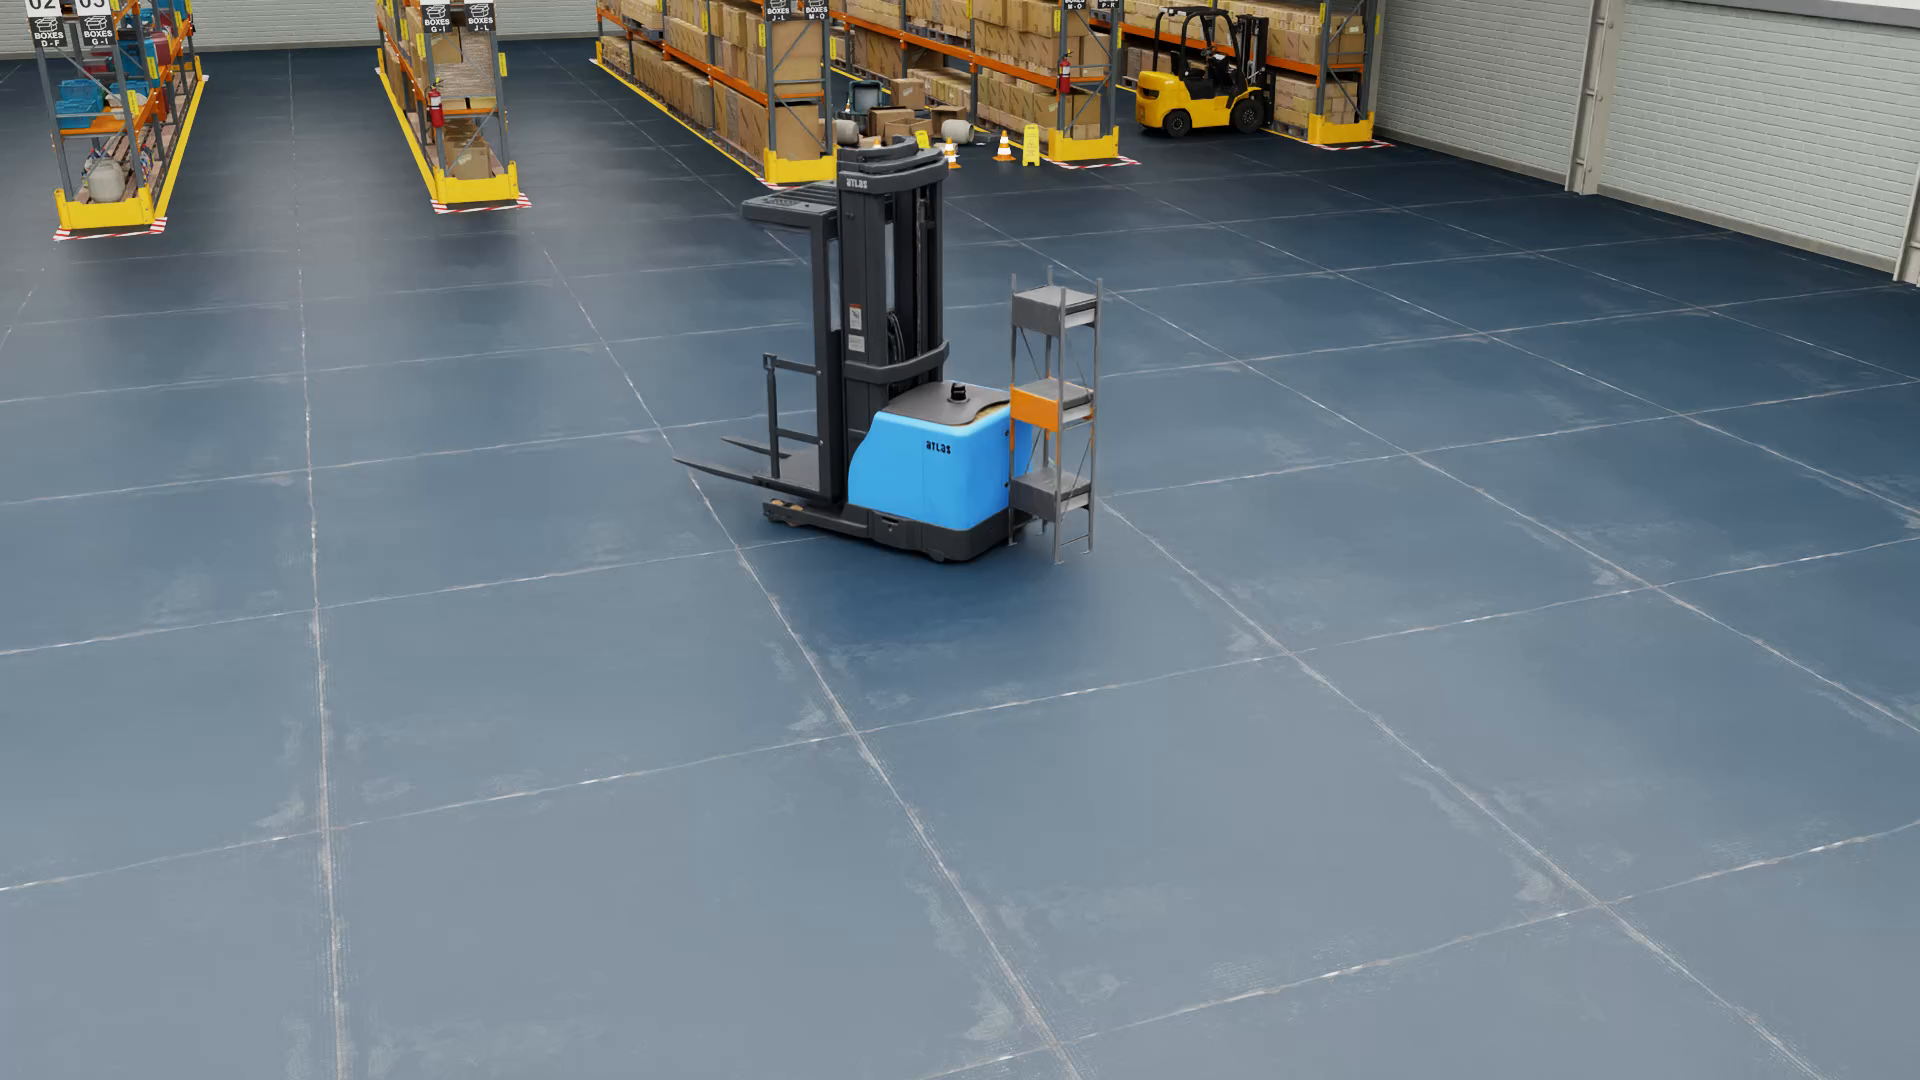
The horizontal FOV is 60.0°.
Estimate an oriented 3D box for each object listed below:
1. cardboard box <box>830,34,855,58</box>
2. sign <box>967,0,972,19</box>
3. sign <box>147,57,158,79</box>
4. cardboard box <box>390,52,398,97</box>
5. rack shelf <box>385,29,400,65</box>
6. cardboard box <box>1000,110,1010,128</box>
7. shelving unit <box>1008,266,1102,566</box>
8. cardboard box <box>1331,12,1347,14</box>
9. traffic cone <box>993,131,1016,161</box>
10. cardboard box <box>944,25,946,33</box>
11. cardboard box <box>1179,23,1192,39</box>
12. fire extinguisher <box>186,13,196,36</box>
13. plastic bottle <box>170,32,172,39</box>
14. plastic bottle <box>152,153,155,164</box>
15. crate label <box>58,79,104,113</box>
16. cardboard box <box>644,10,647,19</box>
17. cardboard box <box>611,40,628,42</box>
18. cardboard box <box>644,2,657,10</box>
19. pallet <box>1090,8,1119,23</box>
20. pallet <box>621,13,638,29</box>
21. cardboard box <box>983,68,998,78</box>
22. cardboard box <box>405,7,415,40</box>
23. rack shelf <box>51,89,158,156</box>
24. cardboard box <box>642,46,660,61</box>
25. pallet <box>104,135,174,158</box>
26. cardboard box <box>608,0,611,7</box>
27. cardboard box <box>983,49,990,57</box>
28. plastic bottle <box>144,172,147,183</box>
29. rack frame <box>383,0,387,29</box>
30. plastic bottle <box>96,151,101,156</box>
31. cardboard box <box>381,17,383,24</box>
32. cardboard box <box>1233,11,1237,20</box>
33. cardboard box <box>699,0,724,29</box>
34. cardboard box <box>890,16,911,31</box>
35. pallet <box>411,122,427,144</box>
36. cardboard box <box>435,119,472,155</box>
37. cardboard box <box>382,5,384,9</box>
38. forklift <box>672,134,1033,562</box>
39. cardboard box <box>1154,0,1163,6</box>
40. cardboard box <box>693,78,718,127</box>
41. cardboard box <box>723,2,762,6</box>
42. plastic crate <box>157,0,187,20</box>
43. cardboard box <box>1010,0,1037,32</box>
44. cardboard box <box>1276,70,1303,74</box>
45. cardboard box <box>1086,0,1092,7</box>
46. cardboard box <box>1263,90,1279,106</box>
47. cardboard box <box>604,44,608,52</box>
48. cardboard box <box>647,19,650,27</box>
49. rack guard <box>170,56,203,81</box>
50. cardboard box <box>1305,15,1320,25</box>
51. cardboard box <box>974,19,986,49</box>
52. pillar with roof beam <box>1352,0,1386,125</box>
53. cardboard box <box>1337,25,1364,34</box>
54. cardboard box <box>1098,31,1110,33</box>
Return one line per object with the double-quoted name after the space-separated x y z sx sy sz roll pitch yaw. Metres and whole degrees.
-2.573 -11.747 39.517 0.875 0.438 0.875 -9 25 -21 "cardboard box"
0.173 -9.715 30.448 0.100 0.325 0.005 -8 24 -19 "sign"
-12.695 -7.419 26.134 0.100 0.325 0.005 -8 24 -19 "sign"
-10.525 -9.146 32.782 1.225 0.875 0.875 -8 24 -19 "cardboard box"
-10.699 -9.748 32.942 1.077 0.370 4.000 -8 24 -19 "rack shelf"
1.036 -7.549 29.799 0.500 0.250 0.500 -9 24 -20 "cardboard box"
0.683 -0.898 12.178 0.431 2.100 0.503 -20 30 -39 "shelving unit"
6.660 -9.315 29.642 0.380 0.149 0.250 -8 24 -18 "cardboard box"
0.745 -6.616 27.851 0.336 0.463 0.334 -8 24 -19 "traffic cone"
-0.096 -9.859 32.061 0.380 0.149 0.250 -8 24 -19 "cardboard box"
4.728 -10.202 33.285 0.500 0.250 0.500 -8 24 -19 "cardboard box"
-17.081 -11.490 36.728 0.296 0.674 0.183 -8 24 -19 "fire extinguisher"
-15.531 -9.898 32.628 0.097 0.201 0.097 0 23 0 "plastic bottle"
-12.794 -6.044 26.265 0.097 0.201 0.097 0 23 0 "plastic bottle"
-12.704 -6.414 24.061 0.502 0.435 0.616 -8 24 -19 "crate label"
-6.109 -10.521 33.249 0.380 0.149 0.250 -8 24 -18 "cardboard box"
-7.843 -11.447 38.411 0.380 0.149 0.250 -7 24 -17 "cardboard box"
-6.098 -10.651 33.174 0.380 0.149 0.250 -8 24 -17 "cardboard box"
3.615 -11.543 36.522 1.213 0.211 1.003 -8 24 -19 "pallet"
-6.596 -11.064 35.385 1.003 0.211 1.213 -8 24 -19 "pallet"
0.635 -8.525 30.313 0.380 0.149 0.250 -8 24 -18 "cardboard box"
-8.659 -8.345 26.888 0.500 0.500 0.500 -8 24 -19 "cardboard box"
-12.507 -6.162 24.433 1.077 0.370 4.000 -8 24 -19 "rack shelf"
-6.350 -10.154 34.690 0.500 0.250 0.500 -7 24 -17 "cardboard box"
-13.962 -6.659 28.277 1.003 0.211 1.213 -8 24 -19 "pallet"
-7.683 -12.331 37.632 0.500 0.500 0.500 -9 24 -20 "cardboard box"
0.640 -8.900 30.328 0.380 0.149 0.250 -8 24 -17 "cardboard box"
-12.186 -5.419 24.781 0.097 0.201 0.097 0 23 0 "plastic bottle"
-11.406 -10.806 34.527 1.000 3.000 0.127 -8 24 -19 "rack frame"
-13.371 -5.878 25.774 0.152 0.276 0.135 -7 24 -17 "plastic bottle"
-12.184 -11.130 35.619 0.380 0.149 0.250 -8 24 -18 "cardboard box"
5.411 -9.950 31.531 0.380 0.149 0.250 -8 24 -19 "cardboard box"
-4.269 -9.416 29.813 0.700 0.500 0.500 -9 24 -20 "cardboard box"
-1.143 -10.792 34.685 0.500 0.250 0.500 -9 25 -21 "cardboard box"
-9.291 -7.341 29.896 1.003 0.211 1.213 -8 24 -19 "pallet"
-8.267 -6.583 27.185 0.500 0.500 0.500 -1 23 -2 "cardboard box"
-11.819 -11.350 34.662 0.500 0.500 0.500 -8 24 -17 "cardboard box"
-0.945 -1.609 12.795 3.031 2.935 1.130 14 27 30 "forklift"
4.223 -11.116 34.298 0.380 0.149 0.250 -8 24 -18 "cardboard box"
-4.207 -7.913 30.019 1.050 0.750 0.750 -8 24 -19 "cardboard box"
-3.503 -8.787 28.153 0.875 0.550 0.550 -8 24 -19 "cardboard box"
-17.160 -11.528 36.116 0.616 0.435 0.499 -8 24 -19 "plastic crate"
1.271 -8.961 28.351 0.700 0.500 0.500 -9 24 -20 "cardboard box"
6.233 -8.627 31.069 0.500 0.250 0.500 -9 24 -20 "cardboard box"
3.171 -12.204 37.169 0.797 0.503 0.637 -9 24 -20 "cardboard box"
5.913 -8.147 30.574 0.500 0.250 0.500 -9 24 -20 "cardboard box"
-8.154 -11.588 39.127 0.380 0.149 0.250 -8 24 -19 "cardboard box"
-6.007 -10.281 33.064 0.380 0.149 0.250 -8 24 -19 "cardboard box"
-17.473 -10.435 36.865 1.175 0.500 0.348 -8 24 -19 "rack guard"
6.307 -9.157 29.267 0.380 0.149 0.250 -8 24 -19 "cardboard box"
0.586 -9.244 30.309 0.500 0.500 0.500 -8 24 -19 "cardboard box"
3.316 -11.039 27.354 9.100 9.000 0.400 -8 24 -19 "pillar with roof beam"
6.869 -8.992 29.258 0.380 0.149 0.250 -9 24 -20 "cardboard box"
3.404 -11.630 38.324 0.380 0.149 0.250 -8 24 -18 "cardboard box"
